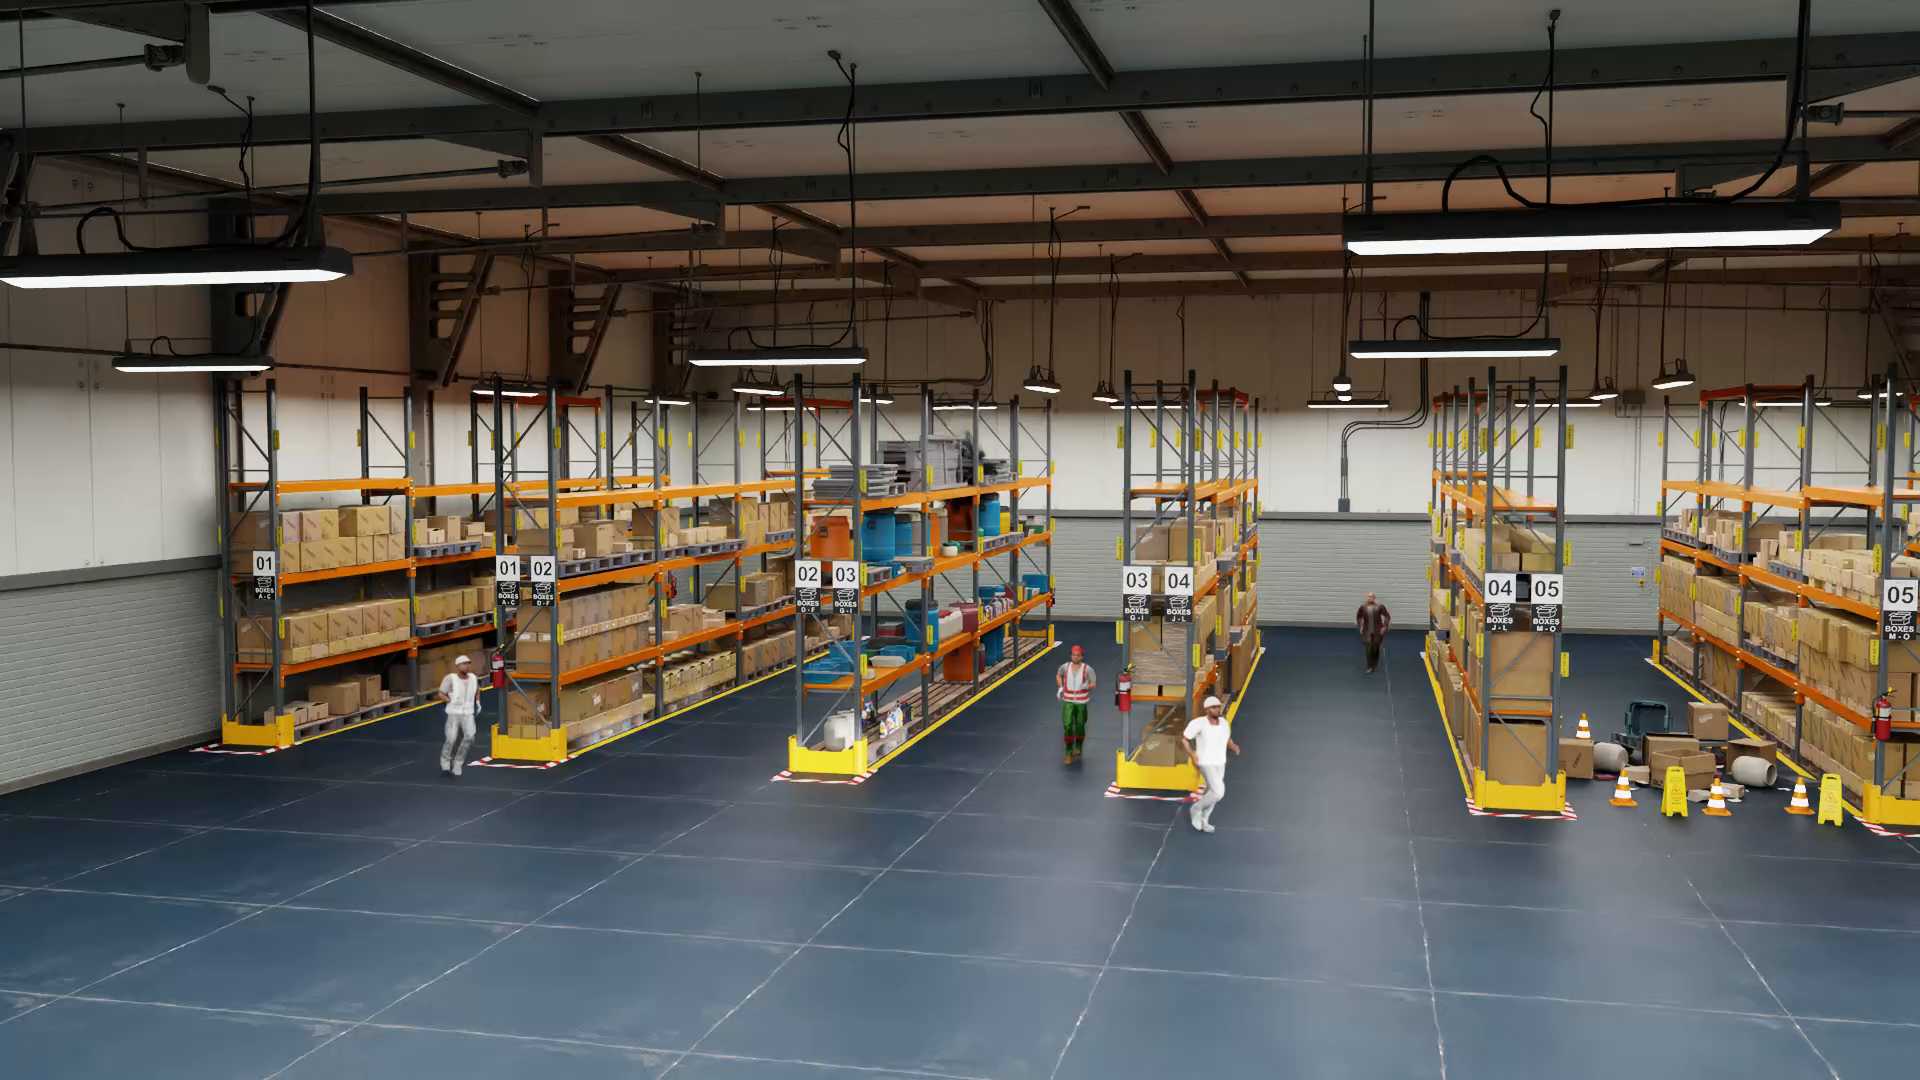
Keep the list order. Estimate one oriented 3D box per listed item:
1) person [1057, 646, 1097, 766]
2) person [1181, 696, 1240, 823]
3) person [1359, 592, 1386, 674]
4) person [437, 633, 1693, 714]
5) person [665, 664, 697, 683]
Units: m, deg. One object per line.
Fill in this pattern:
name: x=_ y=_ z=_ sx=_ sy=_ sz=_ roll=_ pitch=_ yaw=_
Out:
person: x=1.807 y=2.558 z=25.858 sx=0.634 sy=1.849 sz=0.804 roll=0 pitch=3 yaw=7
person: x=3.248 y=2.826 z=21.197 sx=0.677 sy=1.667 sz=0.600 roll=-2 pitch=4 yaw=-36
person: x=8.880 y=1.991 z=35.769 sx=0.681 sy=1.756 sz=0.702 roll=1 pitch=4 yaw=23
person: x=6.782 y=2.166 z=32.558 sx=32.629 sy=1.782 sz=8.439 roll=-3 pitch=4 yaw=-38
person: x=4.329 y=2.540 z=22.272 sx=14.663 sy=1.345 sz=23.289 roll=-1 pitch=4 yaw=-15
